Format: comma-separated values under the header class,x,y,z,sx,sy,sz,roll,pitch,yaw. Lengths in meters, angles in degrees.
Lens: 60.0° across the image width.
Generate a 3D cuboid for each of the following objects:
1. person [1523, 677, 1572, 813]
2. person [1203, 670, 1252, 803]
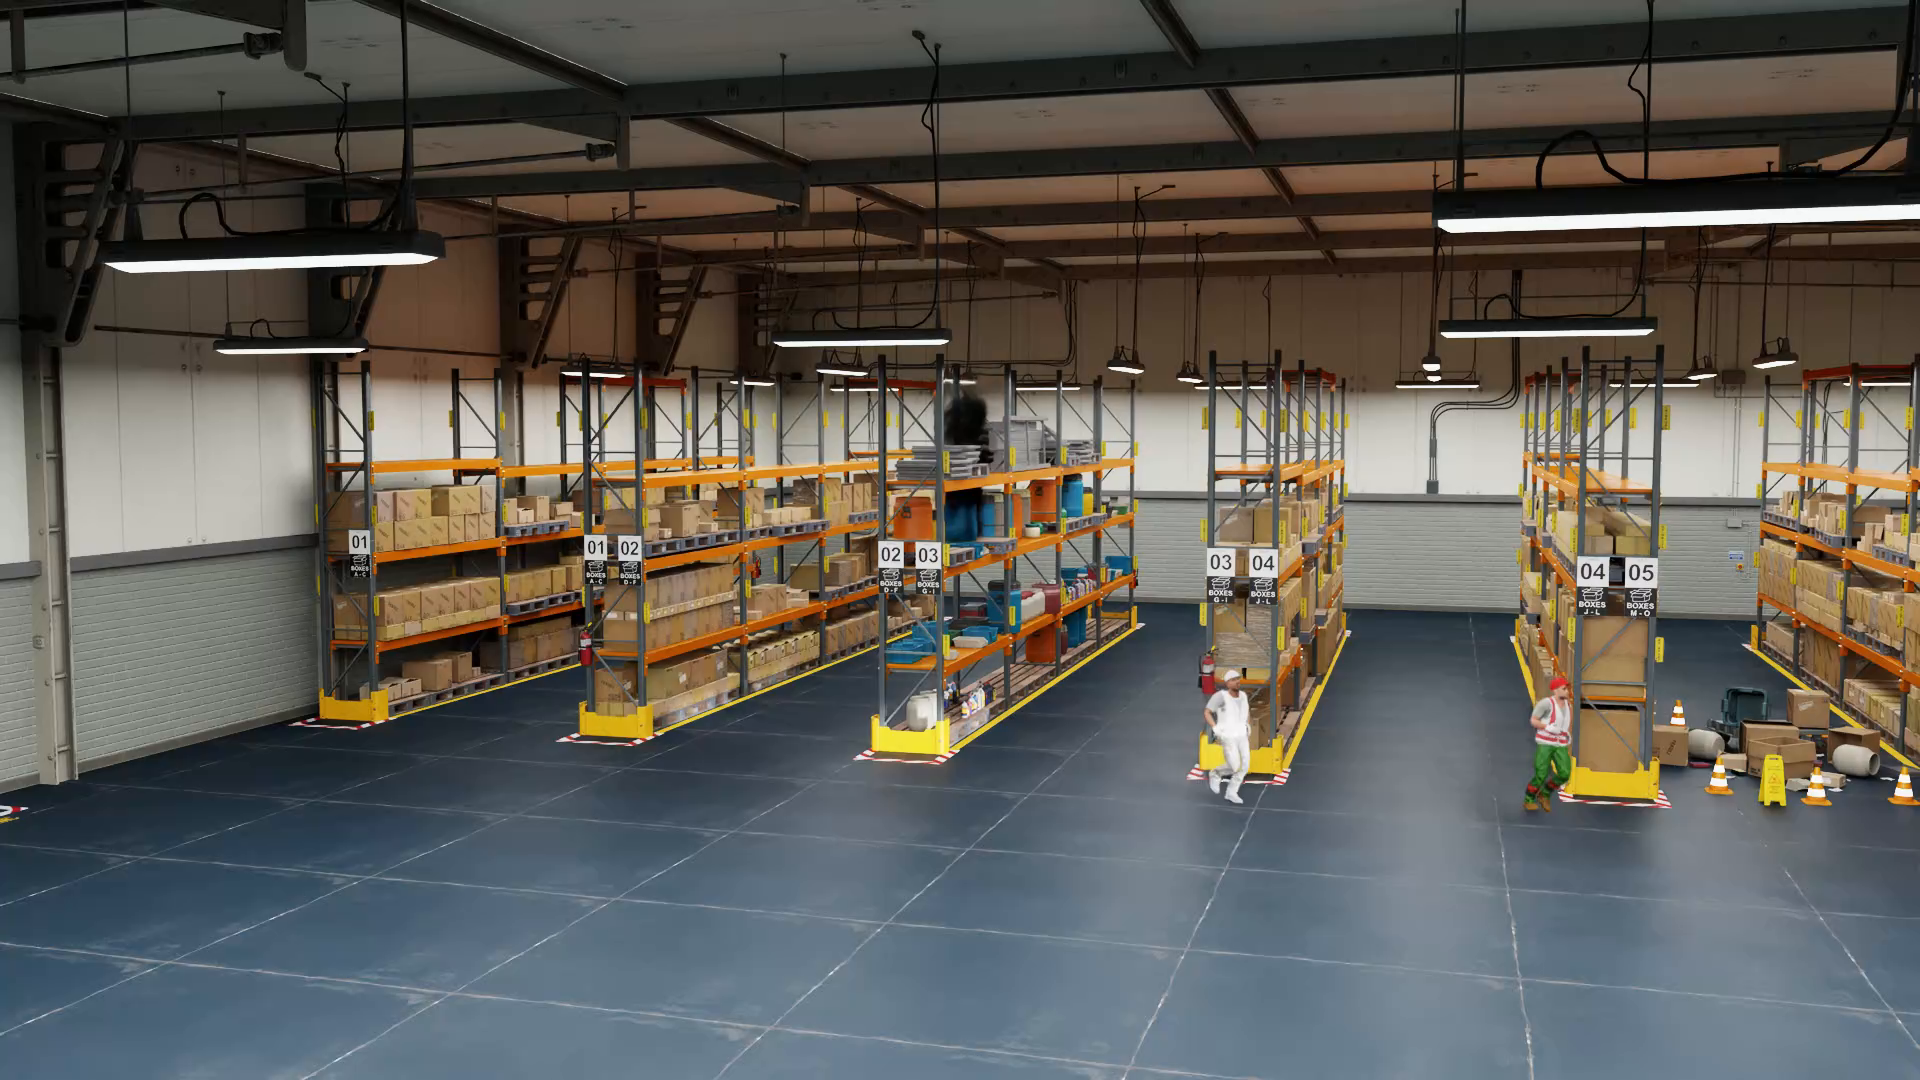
class,x,y,z,sx,sy,sz,roll,pitch,yaw
person,7.607,2.619,21.212,0.662,1.731,0.610,-1,4,-13
person,3.562,2.577,21.892,0.706,1.726,0.559,-3,5,-33
